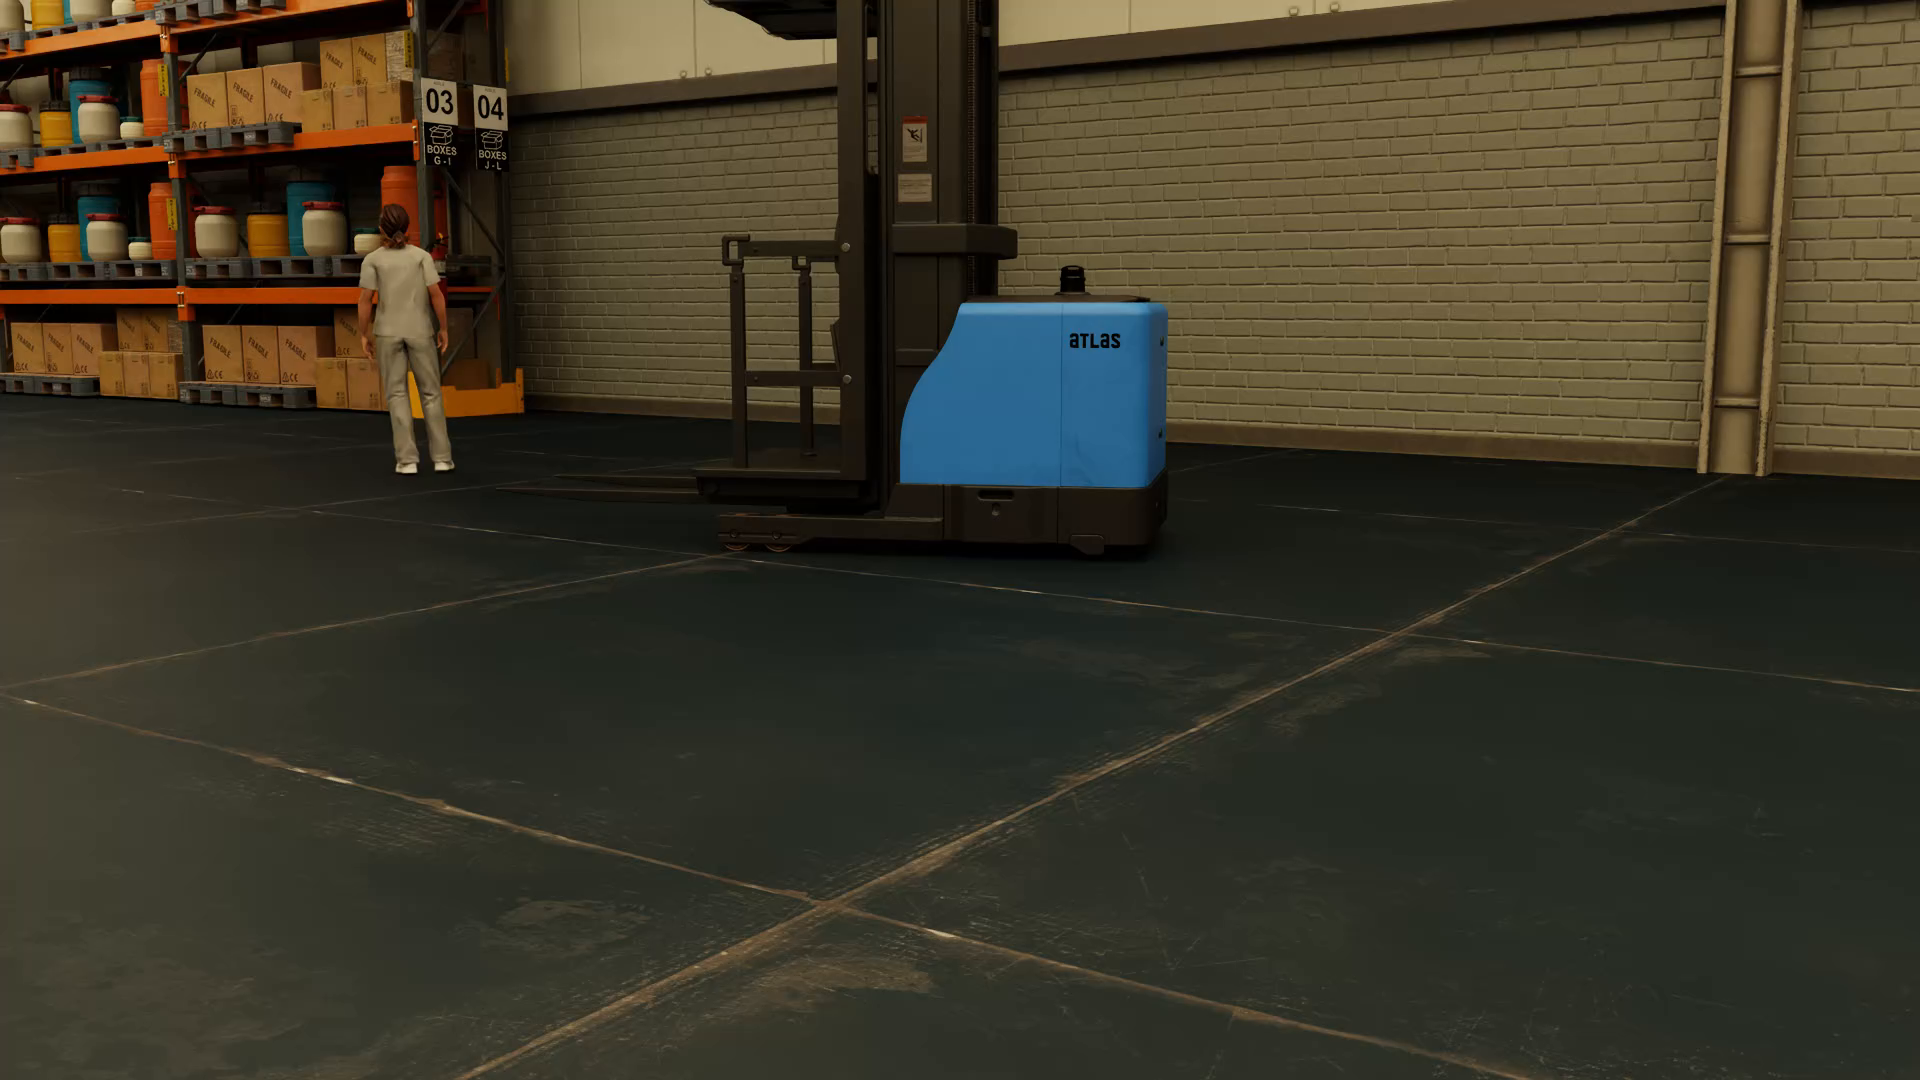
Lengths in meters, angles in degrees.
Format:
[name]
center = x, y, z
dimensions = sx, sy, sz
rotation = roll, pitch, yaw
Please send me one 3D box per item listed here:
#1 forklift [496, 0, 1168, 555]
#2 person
[forklift]
center = -0.596, -1.469, 7.520
dimensions = 3.031, 2.935, 1.130
rotation = 2, 8, 12
[person]
center = -3.483, -1.254, 10.442
dimensions = 0.542, 1.676, 0.543
rotation = -3, 9, -19
